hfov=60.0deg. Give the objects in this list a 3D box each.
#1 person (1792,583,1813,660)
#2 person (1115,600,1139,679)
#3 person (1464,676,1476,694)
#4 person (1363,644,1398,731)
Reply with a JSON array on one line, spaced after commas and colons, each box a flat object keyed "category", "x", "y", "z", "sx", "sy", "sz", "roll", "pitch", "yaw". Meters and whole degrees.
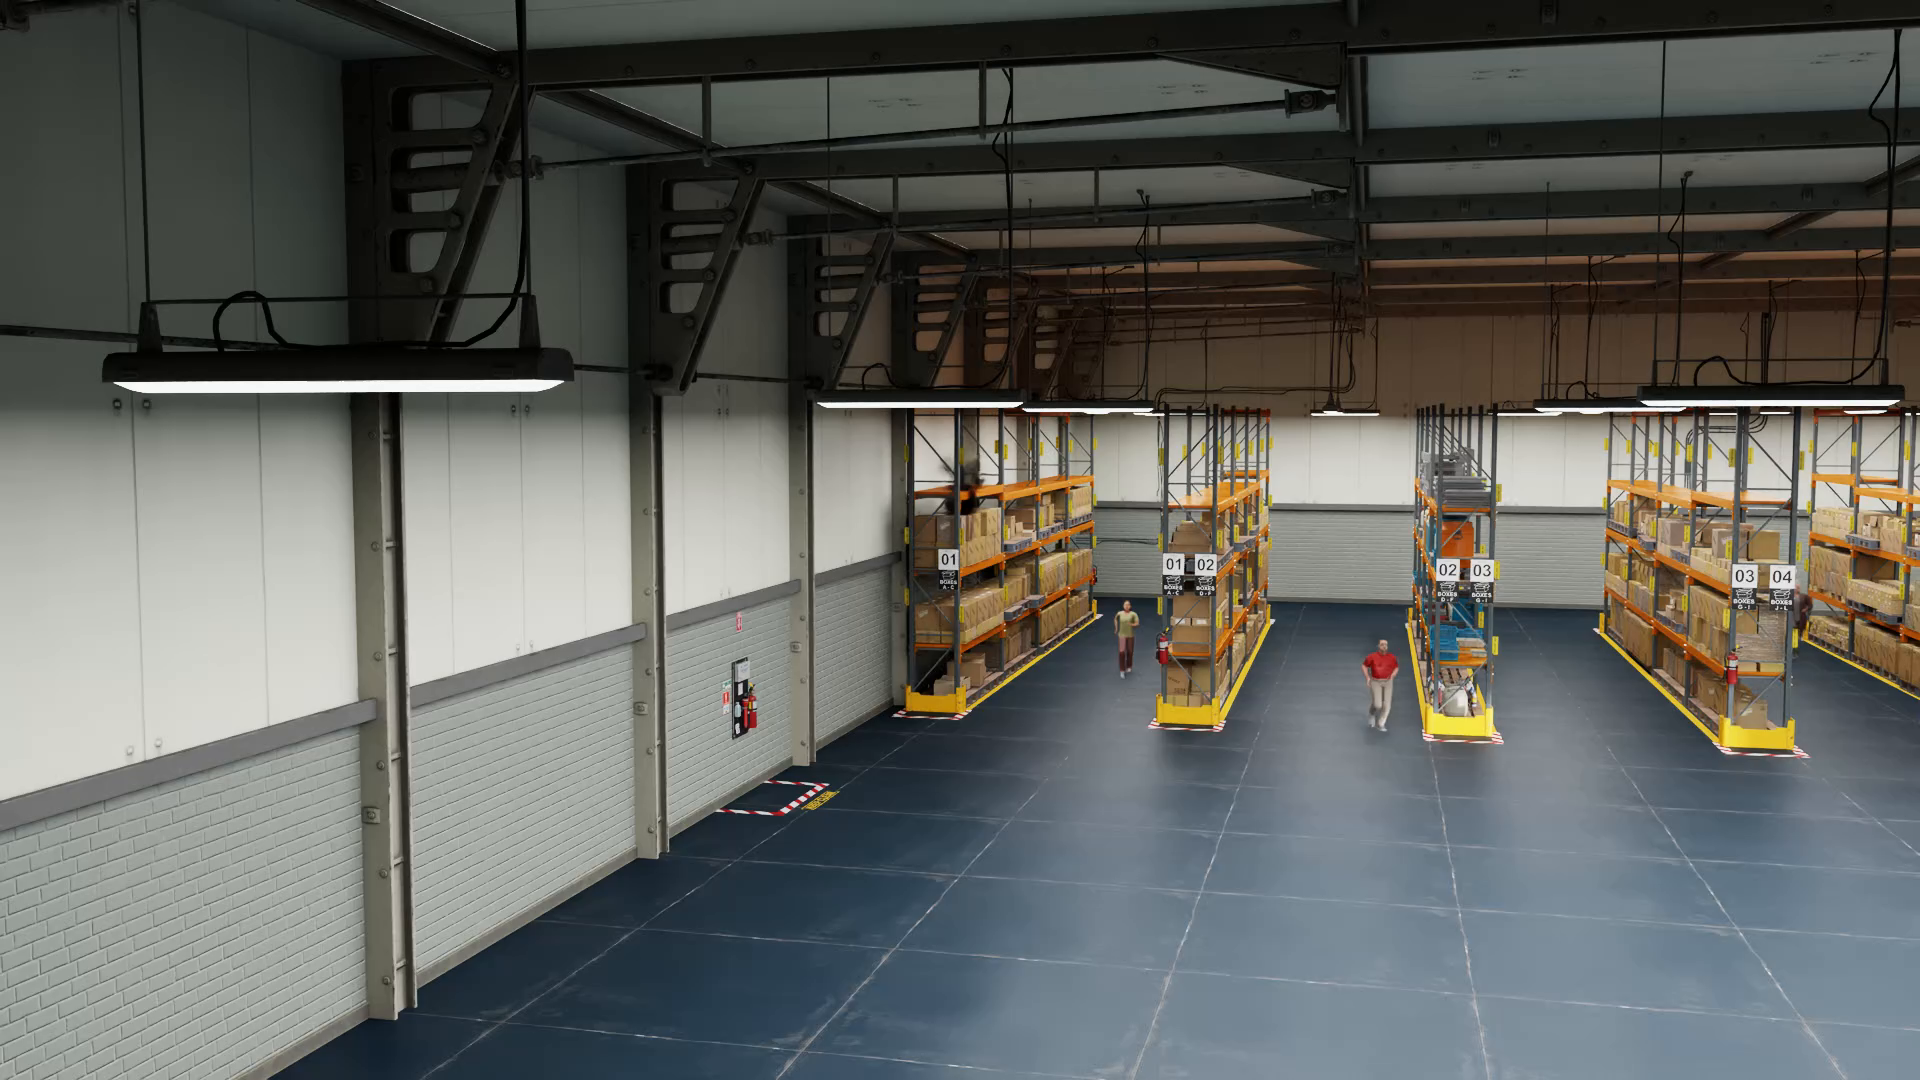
[{"category": "person", "x": 20.102, "y": 1.928, "z": 39.953, "sx": 0.693, "sy": 1.793, "sz": 0.977, "roll": 1, "pitch": 4, "yaw": 18}, {"category": "person", "x": 3.711, "y": 2.182, "z": 37.005, "sx": 0.552, "sy": 1.715, "sz": 0.830, "roll": 0, "pitch": 4, "yaw": 6}, {"category": "person", "x": 12.271, "y": 1.312, "z": 37.583, "sx": 21.482, "sy": 3.392, "sz": 9.625, "roll": -1, "pitch": 4, "yaw": -16}, {"category": "person", "x": 14.474, "y": 2.193, "z": 37.410, "sx": 13.865, "sy": 1.608, "sz": 14.373, "roll": 0, "pitch": 4, "yaw": 1}]
